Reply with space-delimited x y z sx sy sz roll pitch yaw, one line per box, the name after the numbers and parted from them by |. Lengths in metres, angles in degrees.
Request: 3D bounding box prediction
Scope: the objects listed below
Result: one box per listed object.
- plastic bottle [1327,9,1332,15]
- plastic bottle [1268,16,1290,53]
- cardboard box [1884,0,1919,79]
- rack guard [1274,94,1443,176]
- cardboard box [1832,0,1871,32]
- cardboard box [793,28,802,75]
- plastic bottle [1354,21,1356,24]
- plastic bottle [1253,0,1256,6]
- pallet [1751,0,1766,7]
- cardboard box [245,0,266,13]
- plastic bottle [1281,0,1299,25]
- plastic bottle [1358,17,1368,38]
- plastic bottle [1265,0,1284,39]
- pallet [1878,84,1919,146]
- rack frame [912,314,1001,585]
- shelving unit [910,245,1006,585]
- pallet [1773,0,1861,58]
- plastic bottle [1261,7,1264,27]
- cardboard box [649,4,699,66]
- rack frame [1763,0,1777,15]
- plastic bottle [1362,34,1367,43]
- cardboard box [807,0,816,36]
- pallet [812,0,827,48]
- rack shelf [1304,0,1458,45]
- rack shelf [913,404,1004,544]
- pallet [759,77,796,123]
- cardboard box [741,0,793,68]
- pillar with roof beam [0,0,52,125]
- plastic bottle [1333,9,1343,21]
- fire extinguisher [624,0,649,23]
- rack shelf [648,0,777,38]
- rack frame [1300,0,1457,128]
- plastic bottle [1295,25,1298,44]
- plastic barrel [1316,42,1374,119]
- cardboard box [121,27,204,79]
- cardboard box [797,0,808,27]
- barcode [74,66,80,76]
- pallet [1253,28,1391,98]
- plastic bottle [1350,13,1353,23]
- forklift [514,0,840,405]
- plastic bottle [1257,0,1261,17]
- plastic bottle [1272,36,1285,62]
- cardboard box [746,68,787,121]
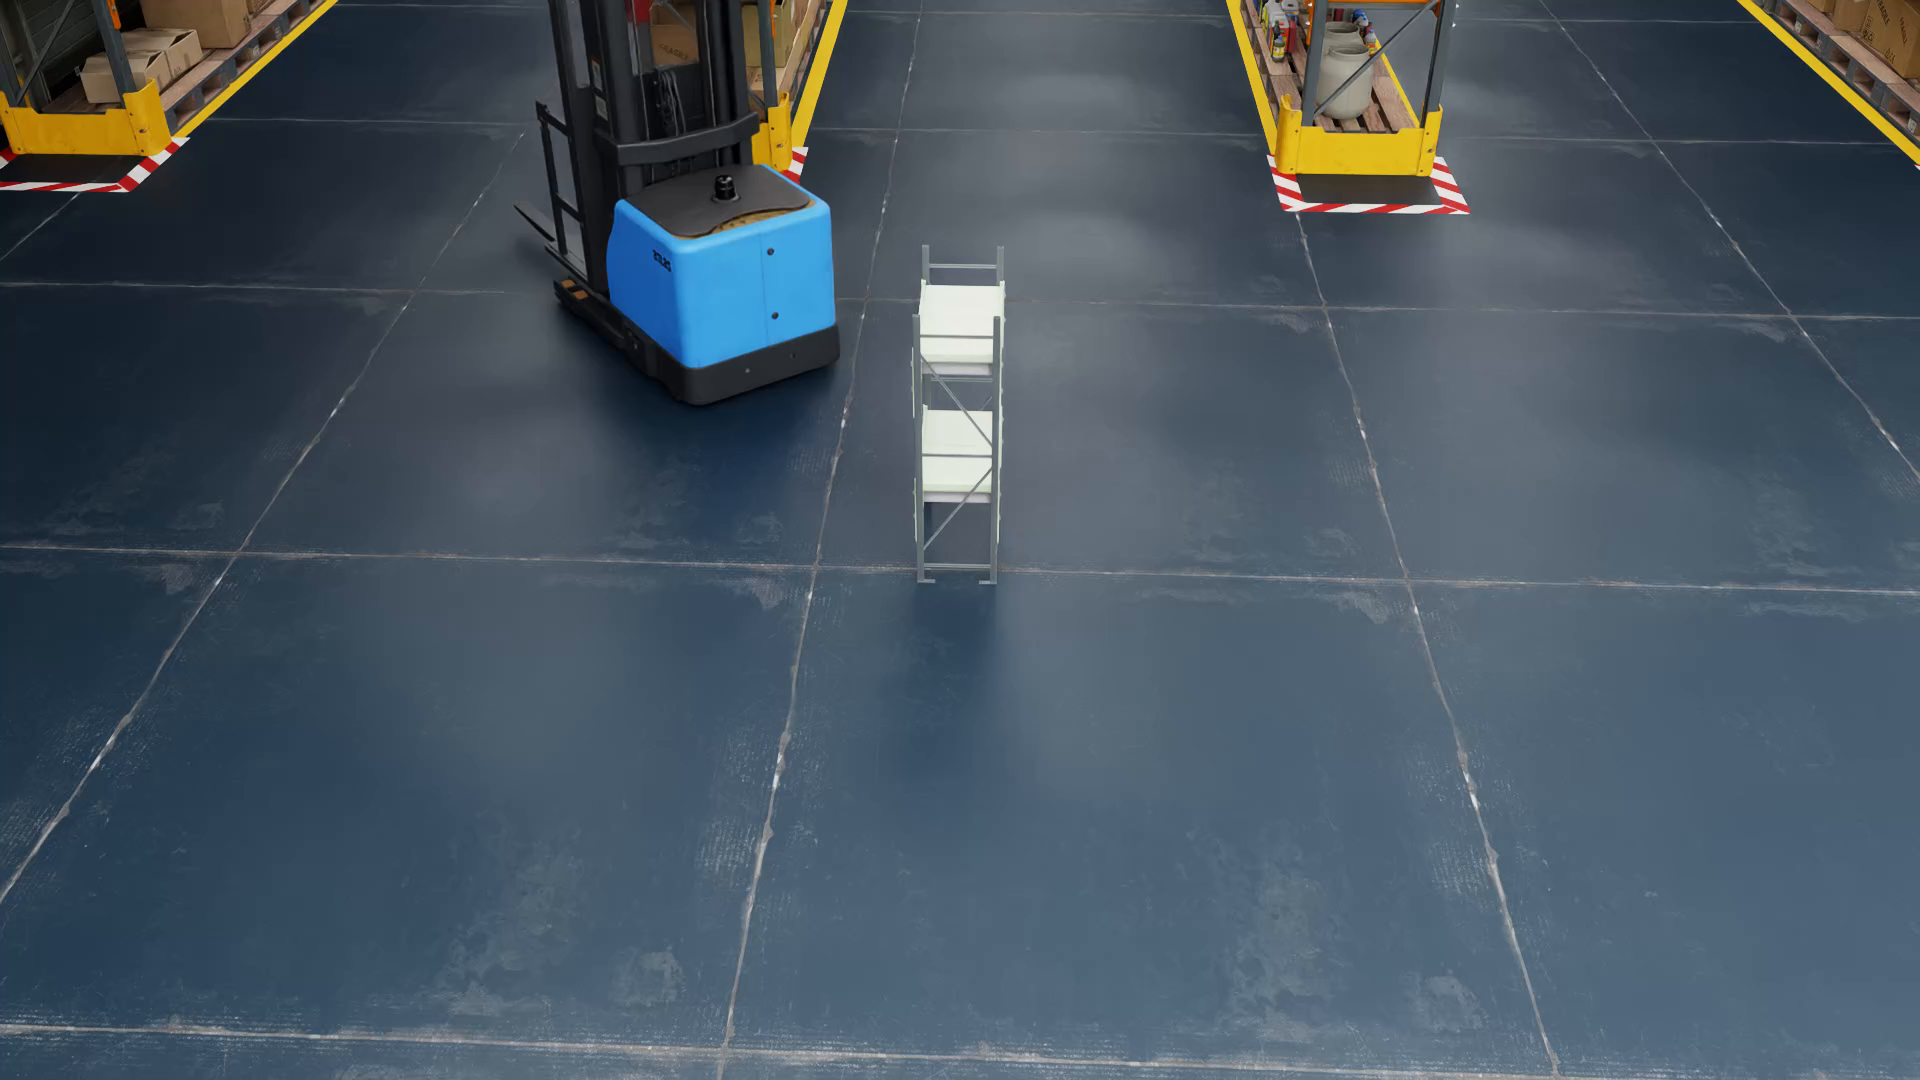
3.326 -4.922 15.076 0.152 0.276 0.135 1 35 2 | plastic bottle
2.733 -4.331 14.235 0.152 0.276 0.135 2 35 2 | plastic bottle
8.084 -4.152 13.804 0.500 0.500 0.500 4 35 6 | cardboard box
3.016 -3.078 12.640 1.175 0.500 0.348 1 35 2 | rack guard
8.098 -4.830 14.769 0.500 0.500 0.500 12 37 17 | cardboard box
-1.609 -4.097 13.942 0.500 0.250 0.500 1 35 2 | cardboard box
3.466 -4.437 14.451 0.097 0.201 0.097 0 35 0 | plastic bottle
2.784 -5.060 15.273 0.152 0.276 0.135 3 35 4 | plastic bottle
8.199 -5.546 16.403 1.003 0.211 1.213 1 35 2 | pallet
-6.680 -5.143 15.196 0.500 0.500 0.500 -1 35 -2 | cardboard box
2.898 -4.624 14.652 0.152 0.276 0.135 1 35 2 | plastic bottle
3.458 -4.351 14.268 0.097 0.271 0.097 0 35 0 | plastic bottle
2.741 -4.536 14.463 0.144 0.351 0.185 3 35 4 | plastic bottle
8.080 -3.310 13.222 1.003 0.211 1.213 1 35 2 | pallet
-0.015 -0.399 7.960 0.400 1.500 0.023 1 35 2 | rack frame
0.000 -0.610 8.259 0.431 1.500 0.755 1 35 2 | shelving unit
8.178 -4.712 15.217 1.003 0.211 1.213 1 35 2 | pallet
2.731 -4.664 14.775 0.097 0.201 0.097 0 35 0 | plastic bottle
-2.165 -3.841 12.926 0.500 0.500 0.500 1 35 2 | cardboard box
8.169 -6.239 14.965 1.000 3.000 0.127 1 35 2 | rack frame
3.448 -4.185 14.093 0.097 0.201 0.097 0 35 0 | plastic bottle
-1.564 -4.671 14.760 0.500 0.250 0.500 1 35 2 | cardboard box
-1.803 -4.874 15.447 1.003 0.211 1.213 1 35 2 | pallet
3.140 -4.910 13.700 1.077 0.370 4.000 1 35 2 | rack shelf
0.000 -0.343 8.446 0.431 0.370 0.720 1 35 2 | rack shelf
-1.901 -3.472 13.452 1.003 0.211 1.213 1 35 2 | pallet
-1.627 -4.116 13.318 0.500 0.500 0.500 1 35 2 | cardboard box
-3.374 -7.062 10.918 9.100 9.000 0.400 1 35 2 | pillar with roof beam
3.345 -4.659 14.696 0.061 0.283 0.133 1 35 2 | plastic bottle
-2.358 -4.083 11.965 0.296 0.674 0.183 1 35 2 | fire extinguisher
-1.809 -5.027 13.866 1.077 0.370 4.000 1 35 2 | rack shelf
3.060 -4.056 11.858 1.000 3.000 0.127 1 35 2 | rack frame
2.864 -4.388 14.381 0.097 0.201 0.097 0 35 0 | plastic bottle
3.010 -3.590 12.993 0.421 0.512 0.421 0 35 0 | plastic barrel
-6.699 -4.087 13.859 0.500 0.311 0.500 4 35 6 | cardboard box
-1.583 -4.691 14.135 0.500 0.500 0.500 1 35 2 | cardboard box
-7.120 -3.783 13.418 0.001 0.075 0.075 1 35 2 | barcode
3.106 -4.125 14.382 1.003 0.211 1.213 1 35 2 | pallet
3.474 -4.555 14.619 0.097 0.201 0.097 0 35 0 | plastic bottle
-1.992 -2.787 10.112 1.130 2.935 3.031 -22 41 -28 | forklift
2.766 -4.887 14.962 0.144 0.351 0.185 0 35 0 | plastic bottle
2.696 -4.156 14.052 0.097 0.201 0.097 0 35 0 | plastic bottle
-1.646 -3.522 13.125 0.500 0.250 0.500 1 35 2 | cardboard box
